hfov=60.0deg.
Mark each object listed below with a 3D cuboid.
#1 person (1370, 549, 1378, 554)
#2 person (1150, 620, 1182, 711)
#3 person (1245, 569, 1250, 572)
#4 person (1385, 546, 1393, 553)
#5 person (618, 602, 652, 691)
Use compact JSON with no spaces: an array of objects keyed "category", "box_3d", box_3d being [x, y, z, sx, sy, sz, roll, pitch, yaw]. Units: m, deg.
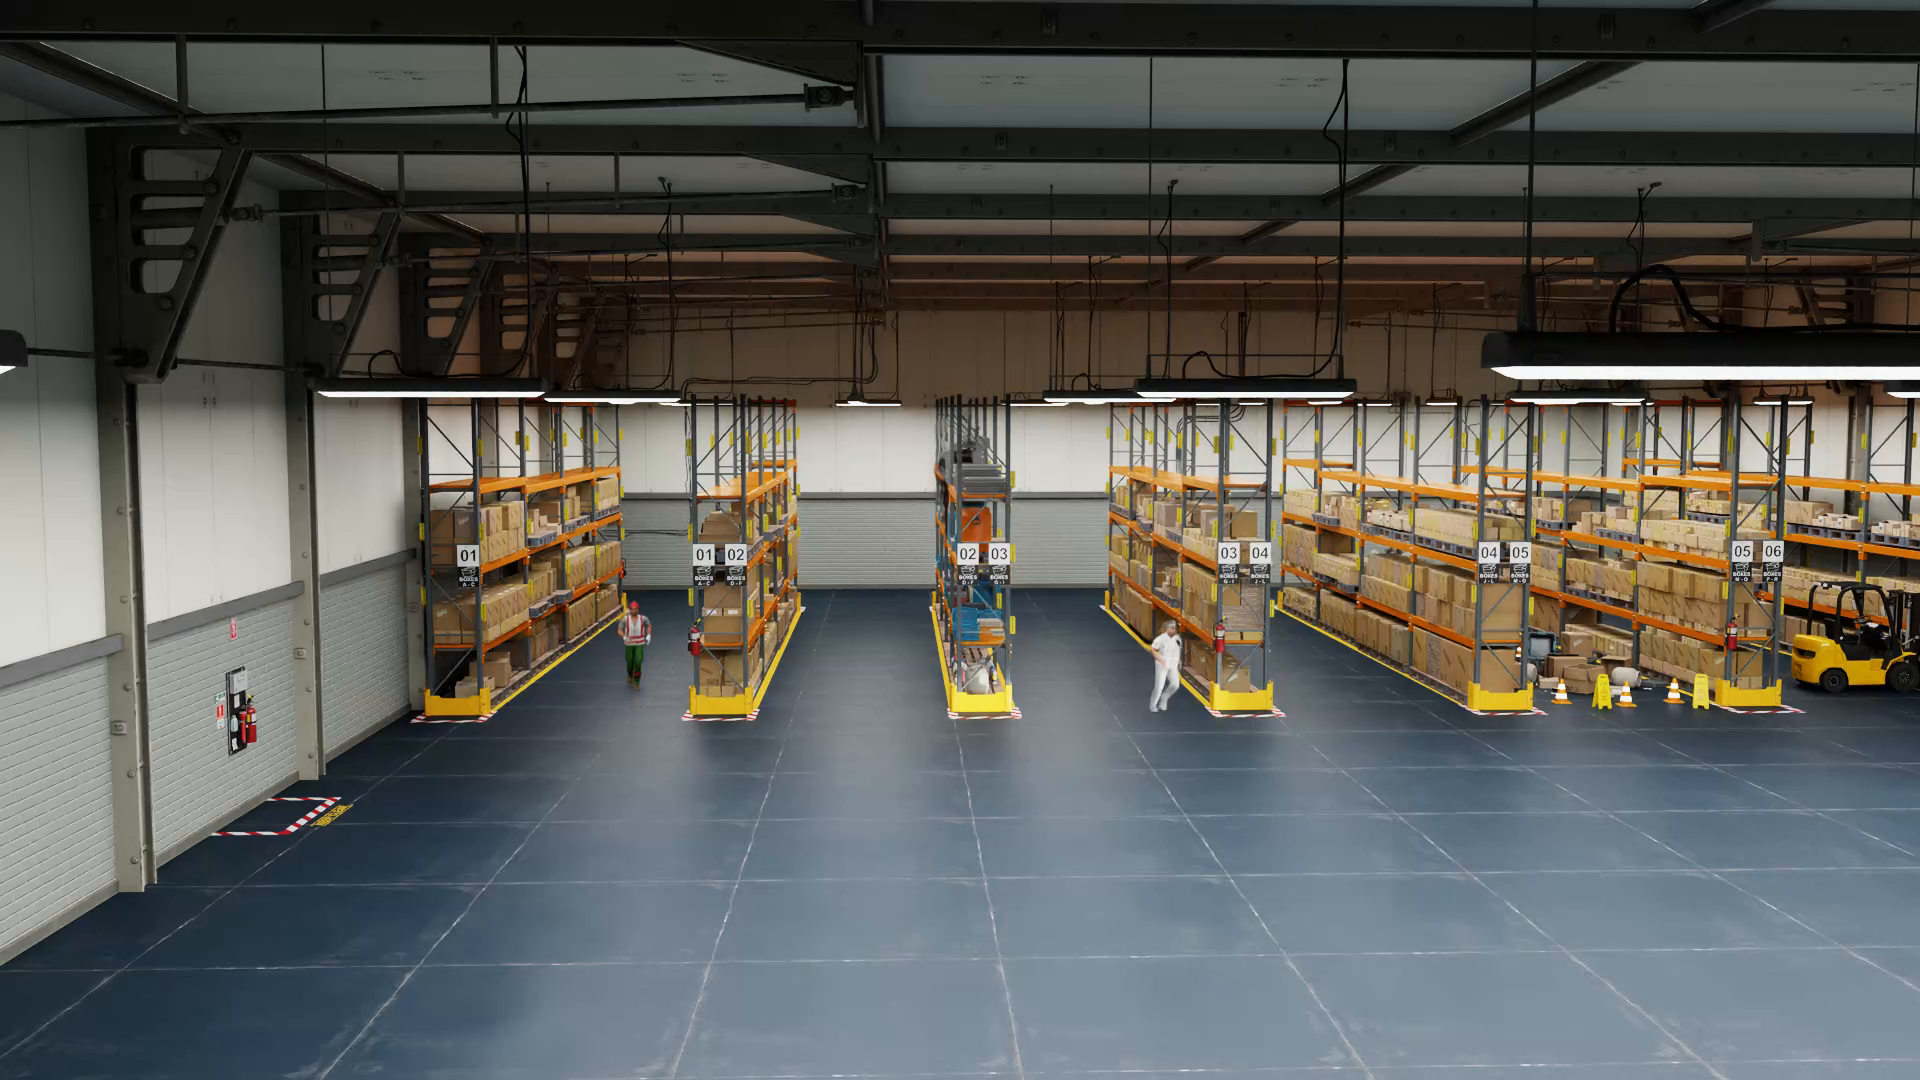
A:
[{"category":"person","box_3d":[11.536,1.171,46.396,0.640,1.824,0.814,-1,5,-12]},{"category":"person","box_3d":[3.960,2.379,31.541,0.719,1.725,0.586,-2,5,-19]},{"category":"person","box_3d":[7.966,1.208,46.919,0.622,1.749,0.702,0,4,1]},{"category":"person","box_3d":[12.629,0.959,49.228,0.676,1.758,0.660,0,5,-6]},{"category":"person","box_3d":[-6.661,2.155,34.080,0.685,1.789,0.833,-1,5,-12]}]
